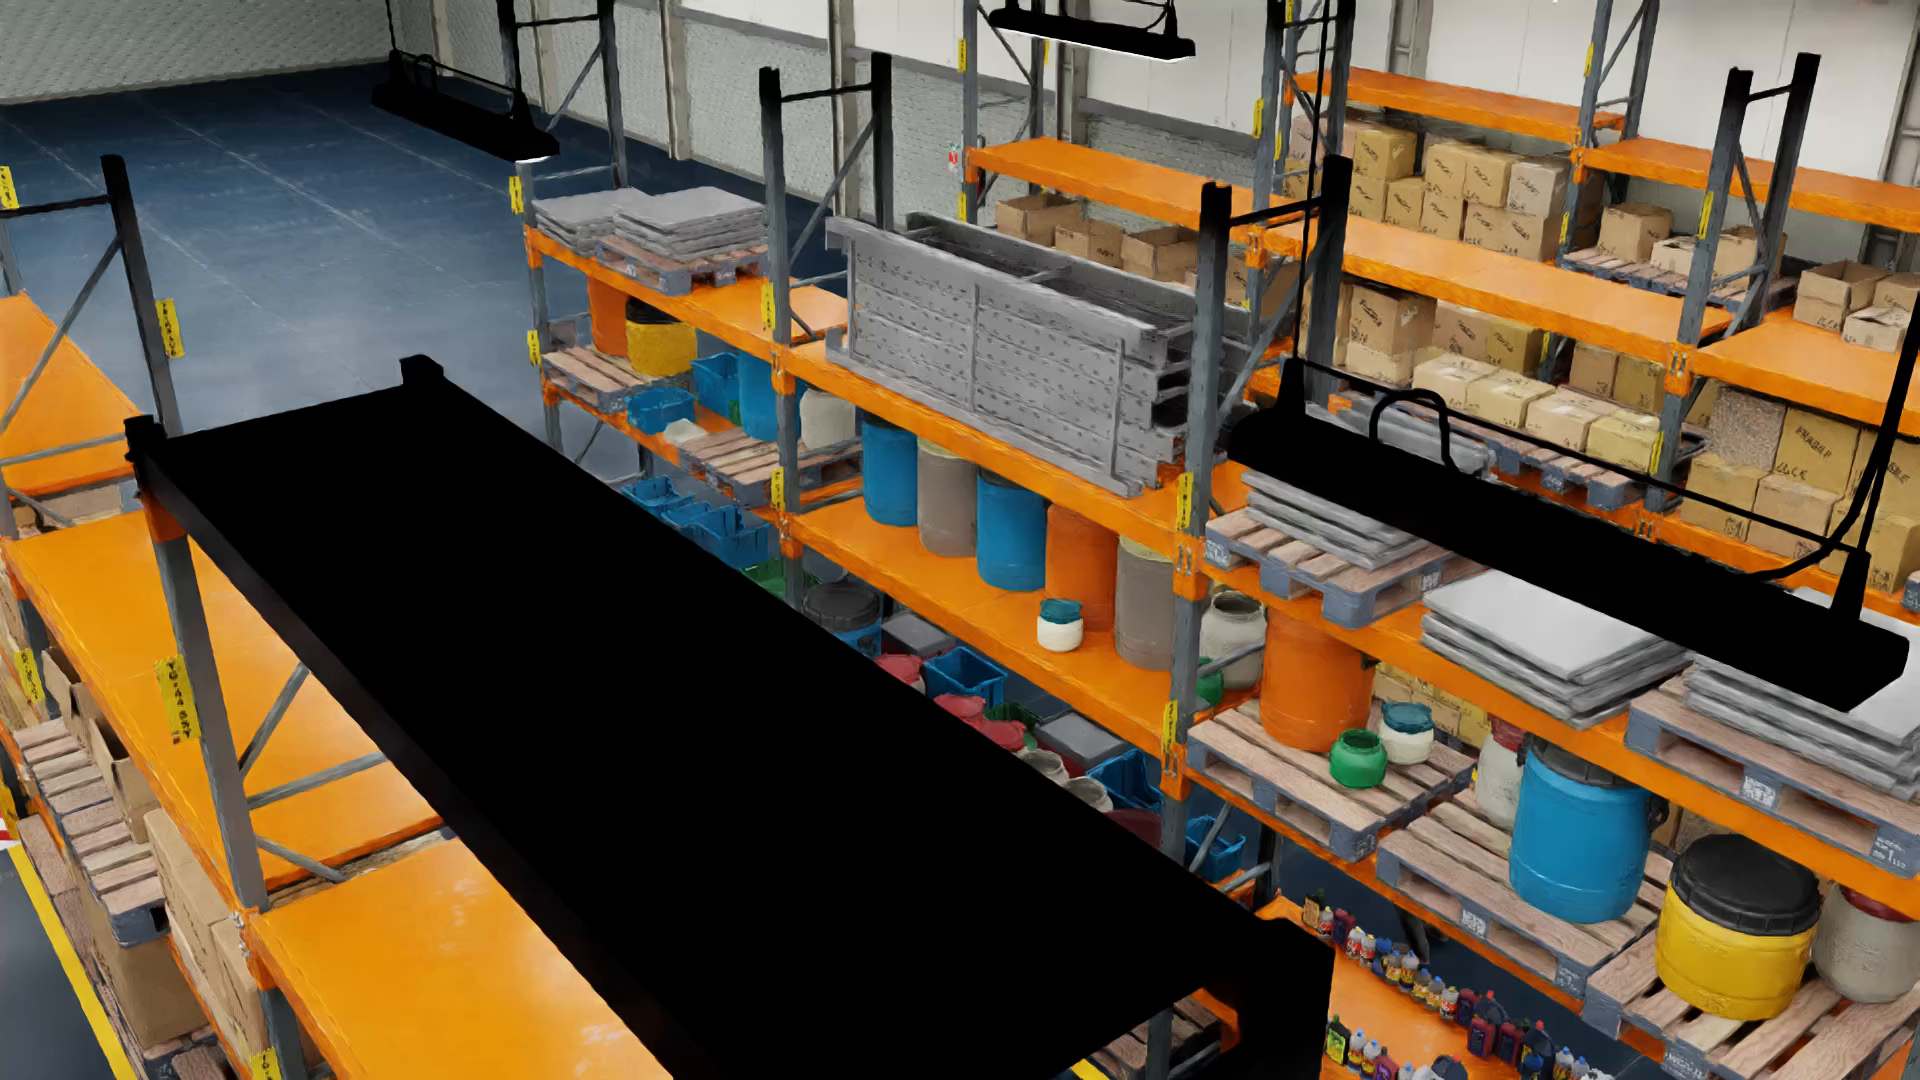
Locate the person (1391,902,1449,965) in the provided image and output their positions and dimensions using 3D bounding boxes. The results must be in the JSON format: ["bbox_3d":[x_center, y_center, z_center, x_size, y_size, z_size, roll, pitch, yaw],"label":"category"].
[{"bbox_3d":[3.279,2.227,11.857,0.593,1.597,0.509,-20,32,-36],"label":"person"}]
